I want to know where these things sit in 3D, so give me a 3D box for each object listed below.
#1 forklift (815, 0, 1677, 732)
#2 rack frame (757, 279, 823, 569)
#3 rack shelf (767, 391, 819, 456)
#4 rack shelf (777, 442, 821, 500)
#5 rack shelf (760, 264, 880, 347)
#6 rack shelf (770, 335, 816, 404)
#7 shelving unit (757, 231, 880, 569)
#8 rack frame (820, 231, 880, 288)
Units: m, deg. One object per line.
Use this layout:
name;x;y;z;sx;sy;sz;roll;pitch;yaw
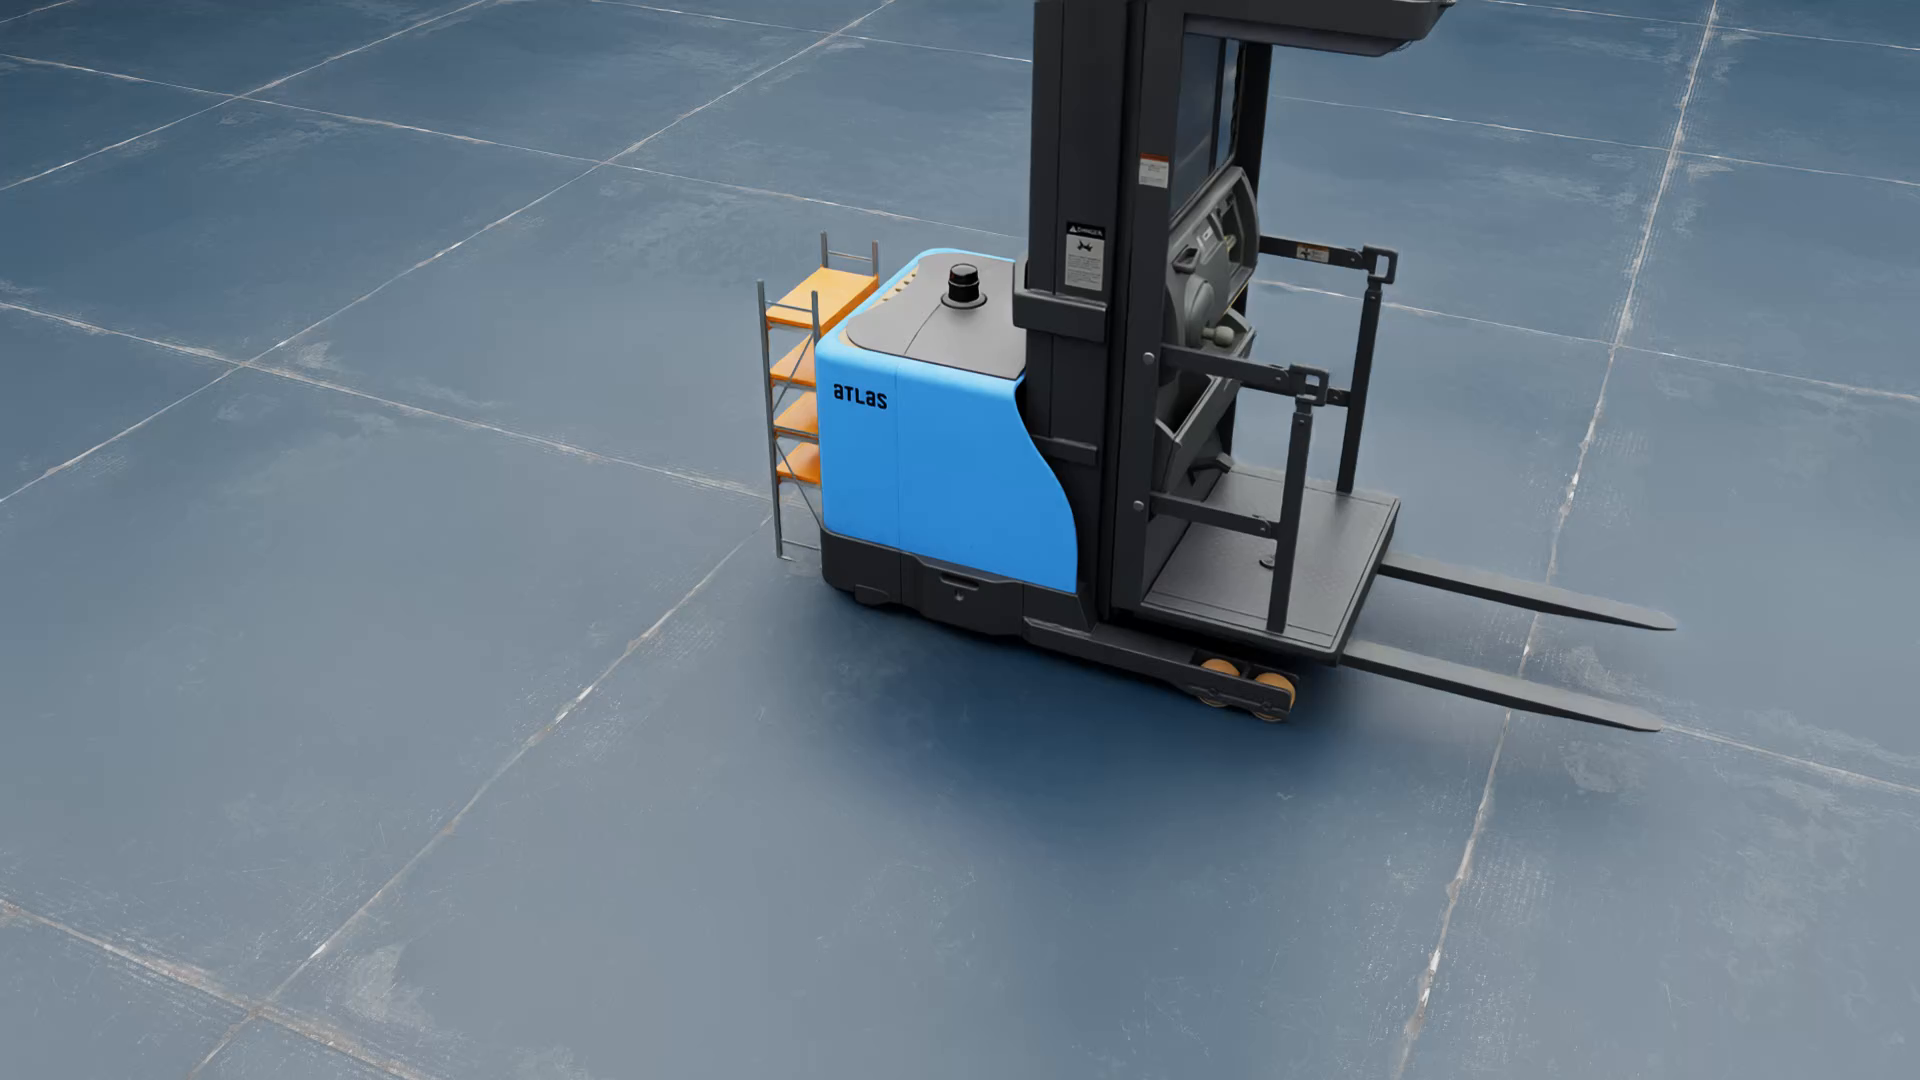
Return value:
forklift;1.031;-0.928;5.492;3.031;2.935;1.130;14;36;20
rack frame;-0.619;-0.408;6.279;0.240;1.200;0.015;14;36;20
rack shelf;-0.520;-0.475;6.502;0.258;0.148;0.480;14;36;20
rack shelf;-0.520;-0.309;6.611;0.258;0.148;0.480;14;36;20
rack shelf;-0.520;-0.859;6.250;0.258;0.148;0.480;14;36;20
rack shelf;-0.520;-0.662;6.380;0.258;0.148;0.480;14;36;20
shelving unit;-0.520;-0.531;6.465;0.258;1.200;0.503;14;36;20
rack frame;-0.422;-0.653;6.652;0.240;1.200;0.015;14;36;20
